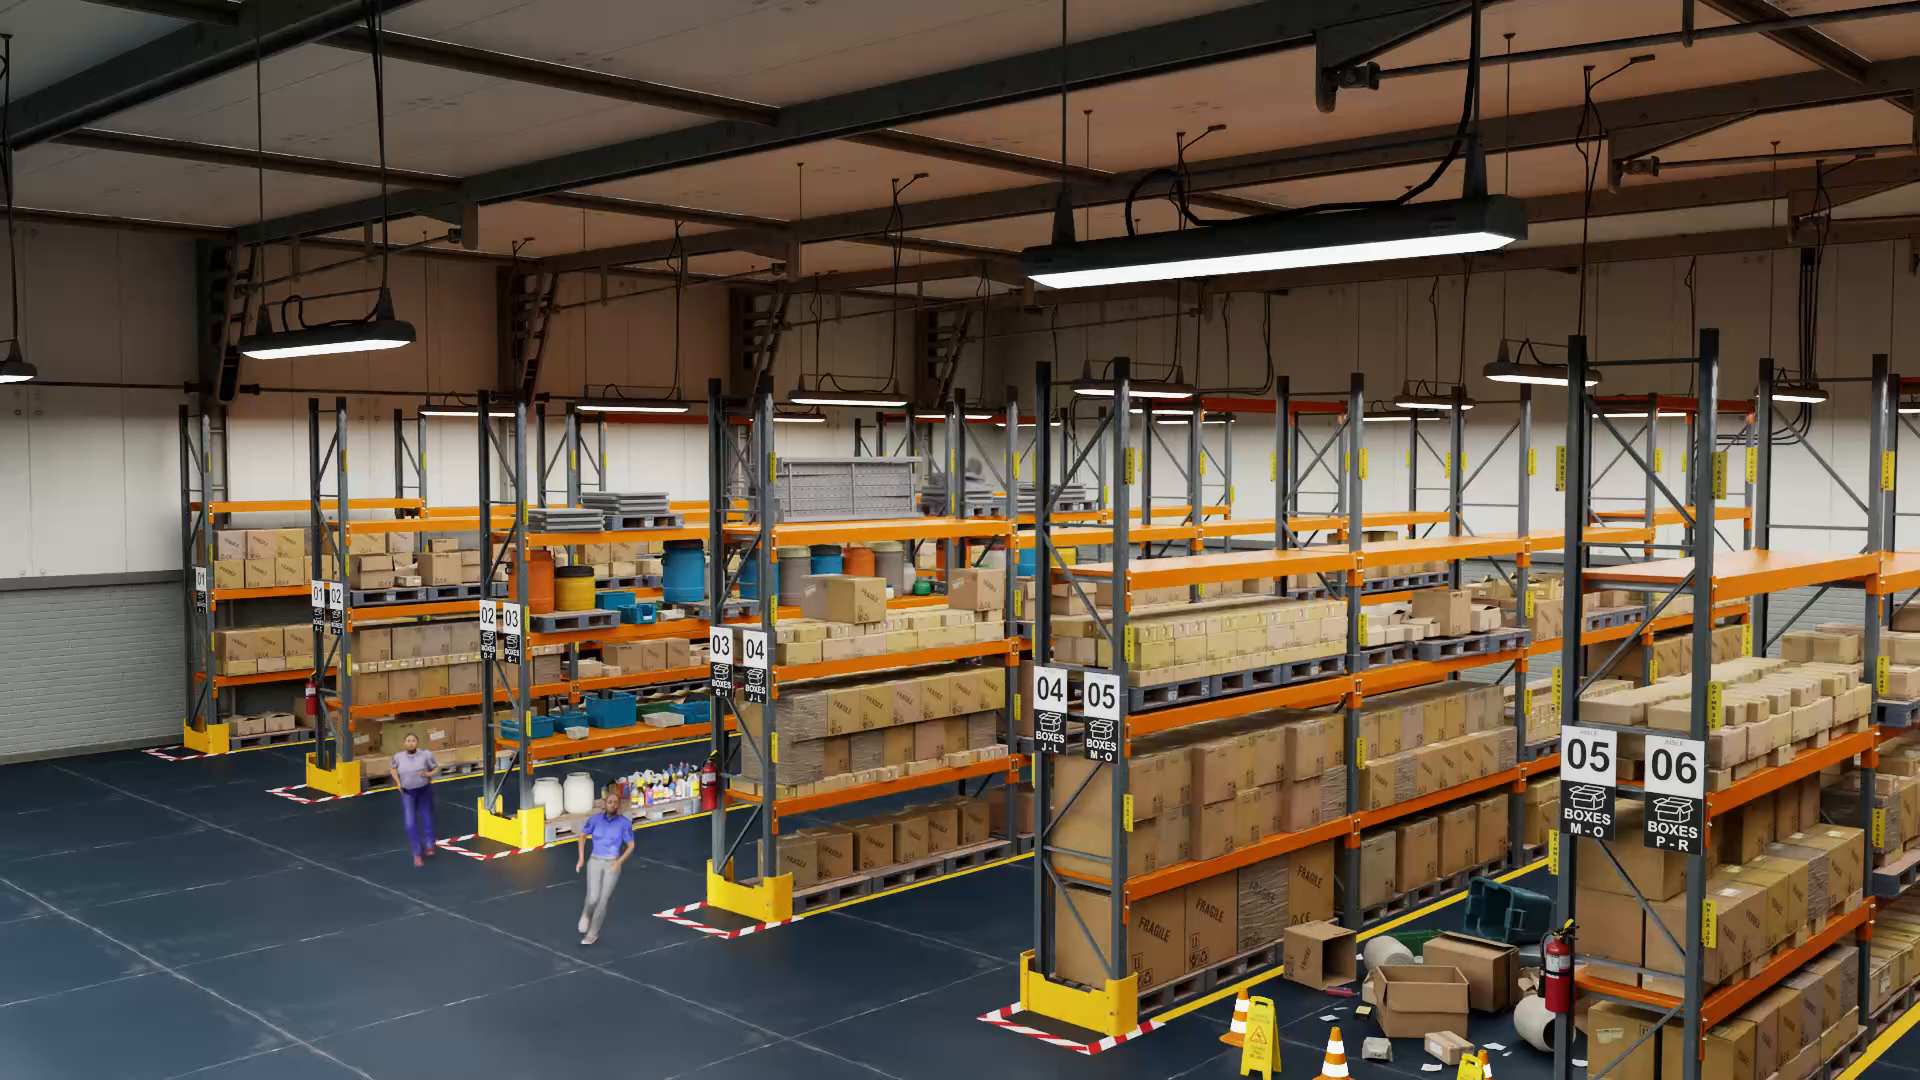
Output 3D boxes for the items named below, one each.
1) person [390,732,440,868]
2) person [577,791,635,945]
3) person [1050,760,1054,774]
[{"bbox_3d":[-6.852,3.261,20.919,0.604,1.711,0.726,-1,3,-18],"label":"person"},{"bbox_3d":[-3.727,3.451,17.476,0.607,1.588,0.513,0,3,-9],"label":"person"},{"bbox_3d":[1.408,2.937,25.545,0.634,1.739,0.570,2,4,34],"label":"person"}]
